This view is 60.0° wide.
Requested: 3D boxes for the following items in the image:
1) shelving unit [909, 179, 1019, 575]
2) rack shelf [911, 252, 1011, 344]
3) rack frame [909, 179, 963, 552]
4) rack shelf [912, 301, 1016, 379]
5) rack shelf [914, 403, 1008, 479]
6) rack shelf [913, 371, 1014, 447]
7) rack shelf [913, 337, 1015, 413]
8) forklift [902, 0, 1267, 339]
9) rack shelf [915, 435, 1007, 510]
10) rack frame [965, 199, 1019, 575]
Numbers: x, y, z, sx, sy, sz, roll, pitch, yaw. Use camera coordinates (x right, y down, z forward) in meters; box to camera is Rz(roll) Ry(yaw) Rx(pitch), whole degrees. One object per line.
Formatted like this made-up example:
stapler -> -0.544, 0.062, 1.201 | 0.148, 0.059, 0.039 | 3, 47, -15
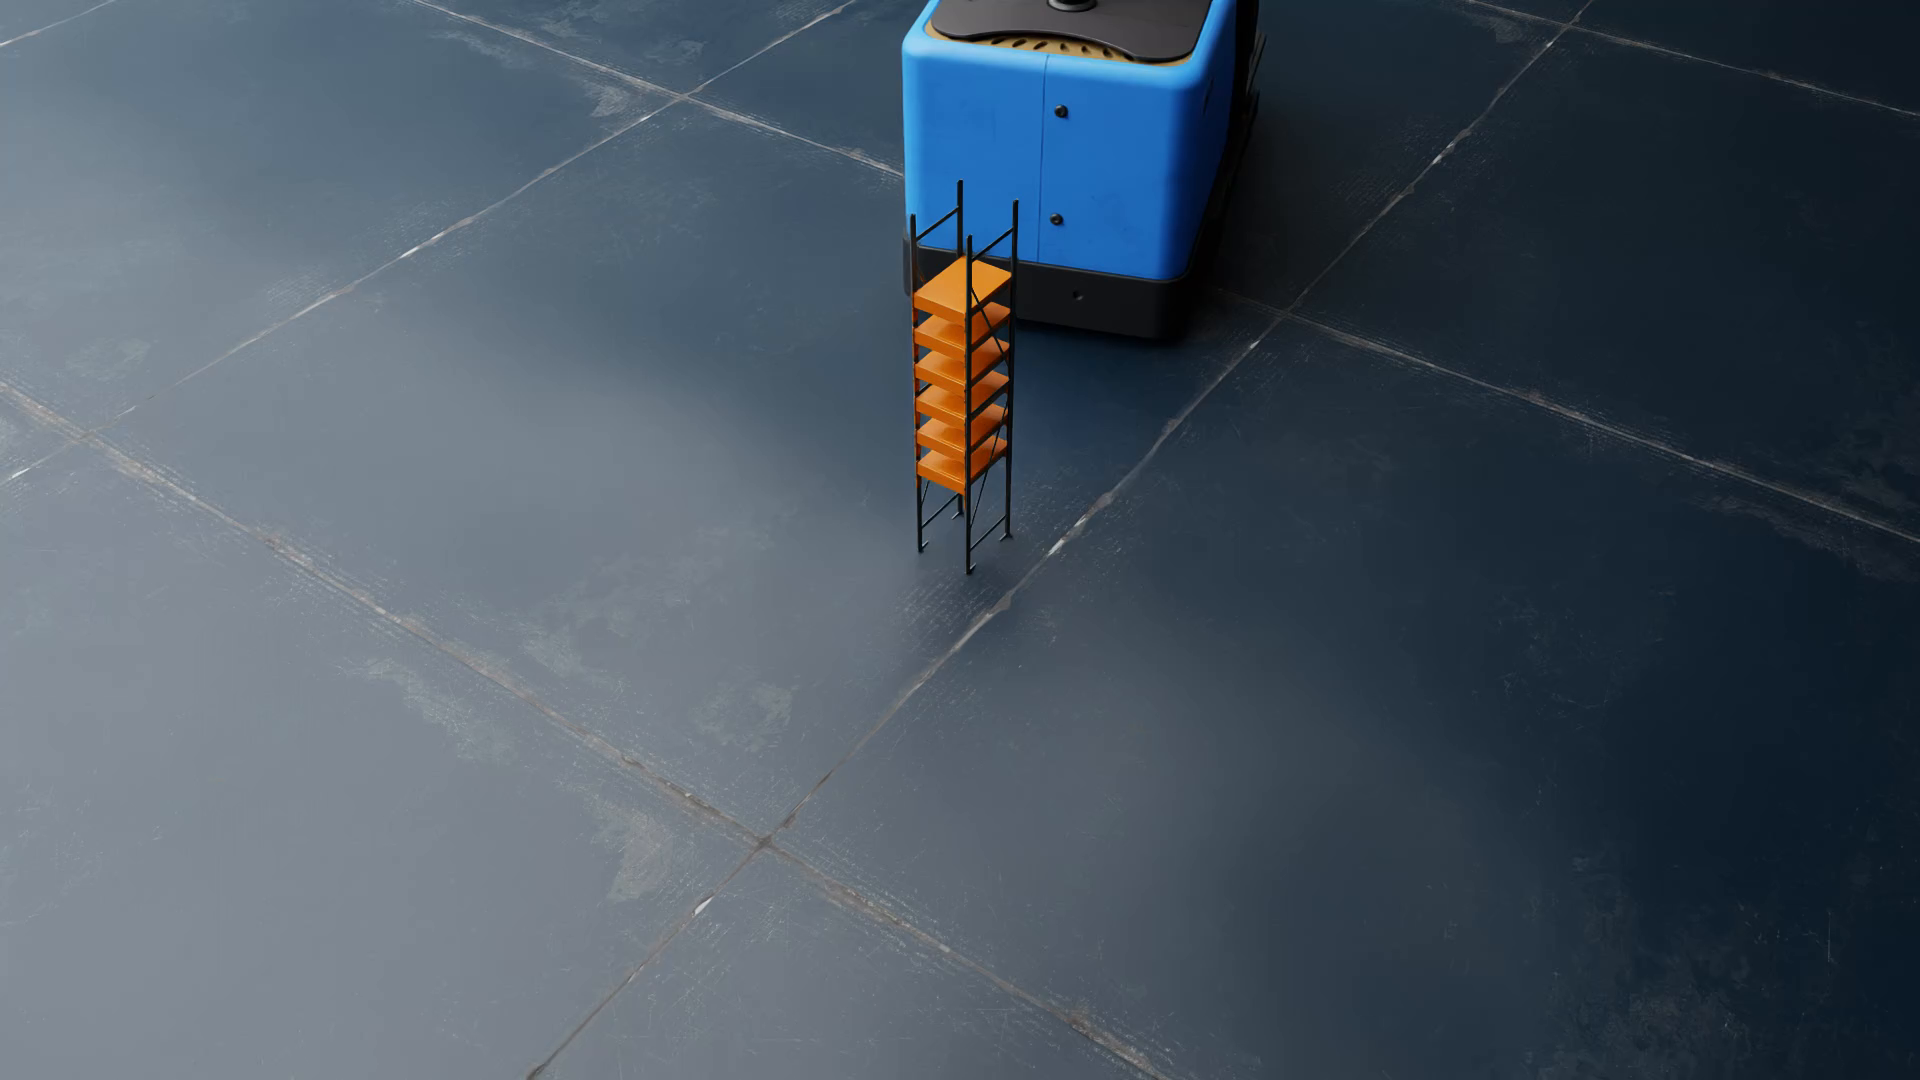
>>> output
shelving unit -> 0.012, -0.442, 4.844 | 0.189, 1.200, 0.258 | 25, 48, 25
rack shelf -> 0.012, -0.677, 4.633 | 0.180, 0.103, 0.258 | 25, 48, 25
rack frame -> -0.063, -0.477, 4.883 | 0.006, 1.200, 0.240 | 25, 48, 25
rack shelf -> 0.012, -0.587, 4.713 | 0.180, 0.103, 0.258 | 25, 48, 25
rack shelf -> 0.012, -0.319, 4.953 | 0.180, 0.103, 0.258 | 25, 48, 25
rack shelf -> 0.012, -0.408, 4.873 | 0.180, 0.103, 0.258 | 25, 48, 25
rack shelf -> 0.012, -0.498, 4.793 | 0.180, 0.103, 0.258 | 25, 48, 25
forklift -> 0.673, -2.805, 6.187 | 1.130, 2.935, 3.031 | 10, 43, 11
rack shelf -> 0.012, -0.230, 5.033 | 0.180, 0.103, 0.258 | 25, 48, 25
rack frame -> 0.087, -0.407, 4.805 | 0.006, 1.200, 0.240 | 25, 48, 25
